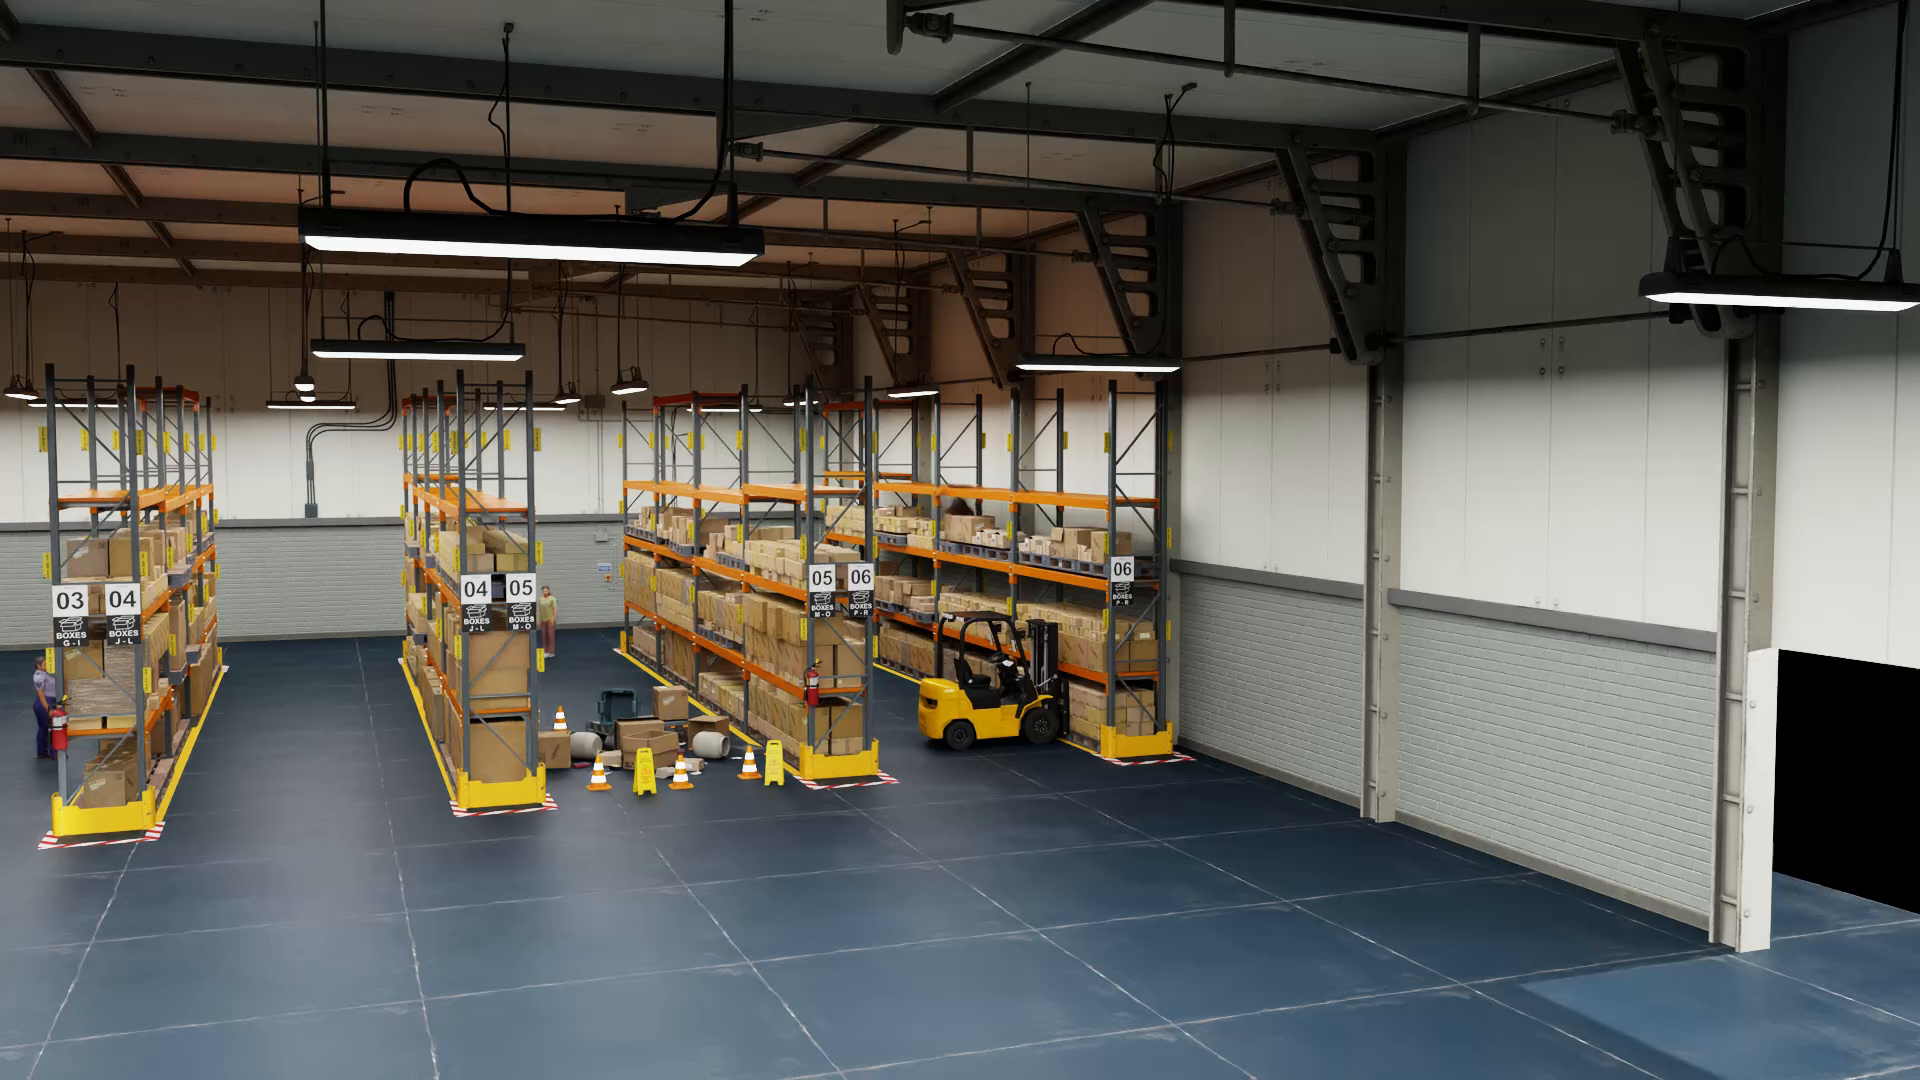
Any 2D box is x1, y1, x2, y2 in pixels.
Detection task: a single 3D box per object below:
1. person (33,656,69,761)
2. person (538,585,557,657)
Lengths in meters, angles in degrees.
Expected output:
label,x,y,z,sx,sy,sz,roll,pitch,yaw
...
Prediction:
label,x,y,z,sx,sy,sz,roll,pitch,yaw
person,-14.326,2.646,26.173,0.449,1.639,0.548,-3,4,-37
person,-9.645,1.891,38.782,0.463,1.690,0.384,1,3,15
